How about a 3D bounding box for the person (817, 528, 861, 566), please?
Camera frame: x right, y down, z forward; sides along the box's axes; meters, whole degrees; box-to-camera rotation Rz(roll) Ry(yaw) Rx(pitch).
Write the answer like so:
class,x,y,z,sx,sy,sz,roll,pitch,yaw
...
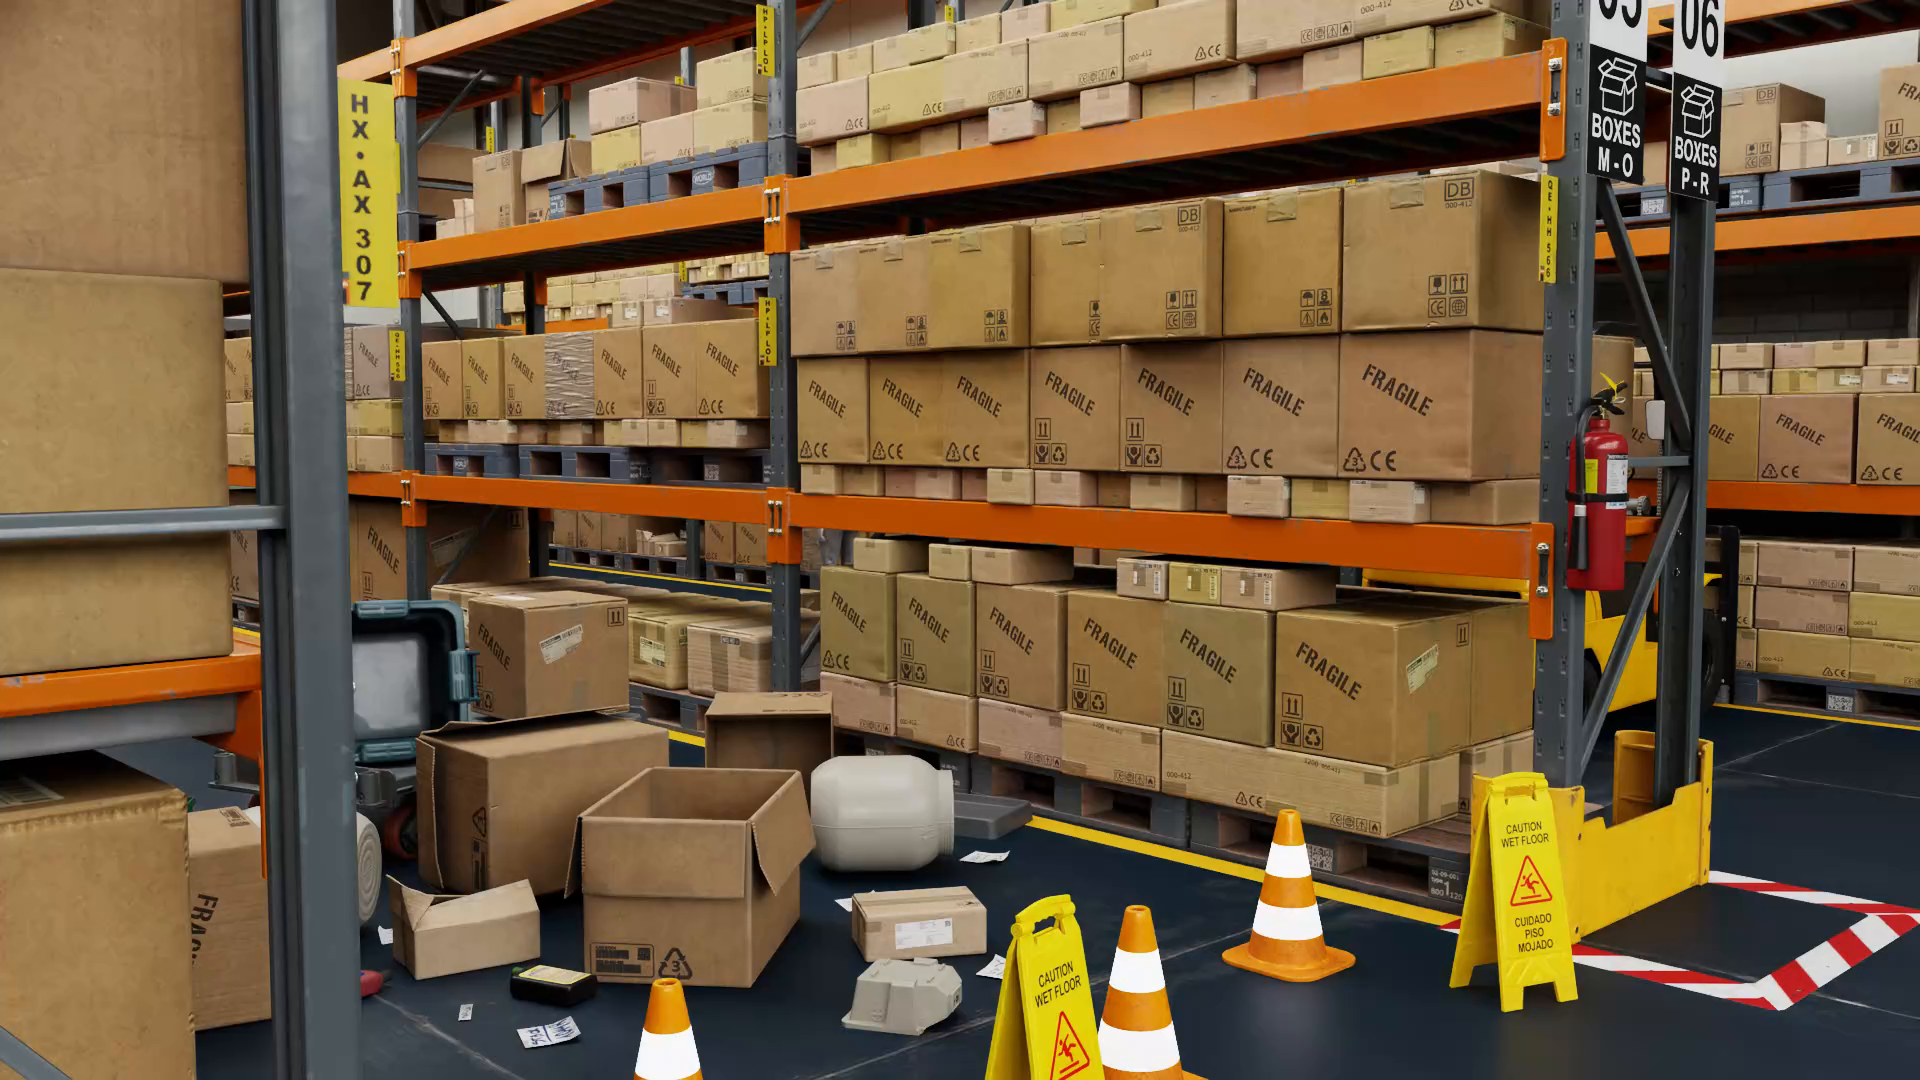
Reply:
class,x,y,z,sx,sy,sz,roll,pitch,yaw
person,-0.986,-0.117,13.392,0.478,1.736,0.375,-4,5,-43
